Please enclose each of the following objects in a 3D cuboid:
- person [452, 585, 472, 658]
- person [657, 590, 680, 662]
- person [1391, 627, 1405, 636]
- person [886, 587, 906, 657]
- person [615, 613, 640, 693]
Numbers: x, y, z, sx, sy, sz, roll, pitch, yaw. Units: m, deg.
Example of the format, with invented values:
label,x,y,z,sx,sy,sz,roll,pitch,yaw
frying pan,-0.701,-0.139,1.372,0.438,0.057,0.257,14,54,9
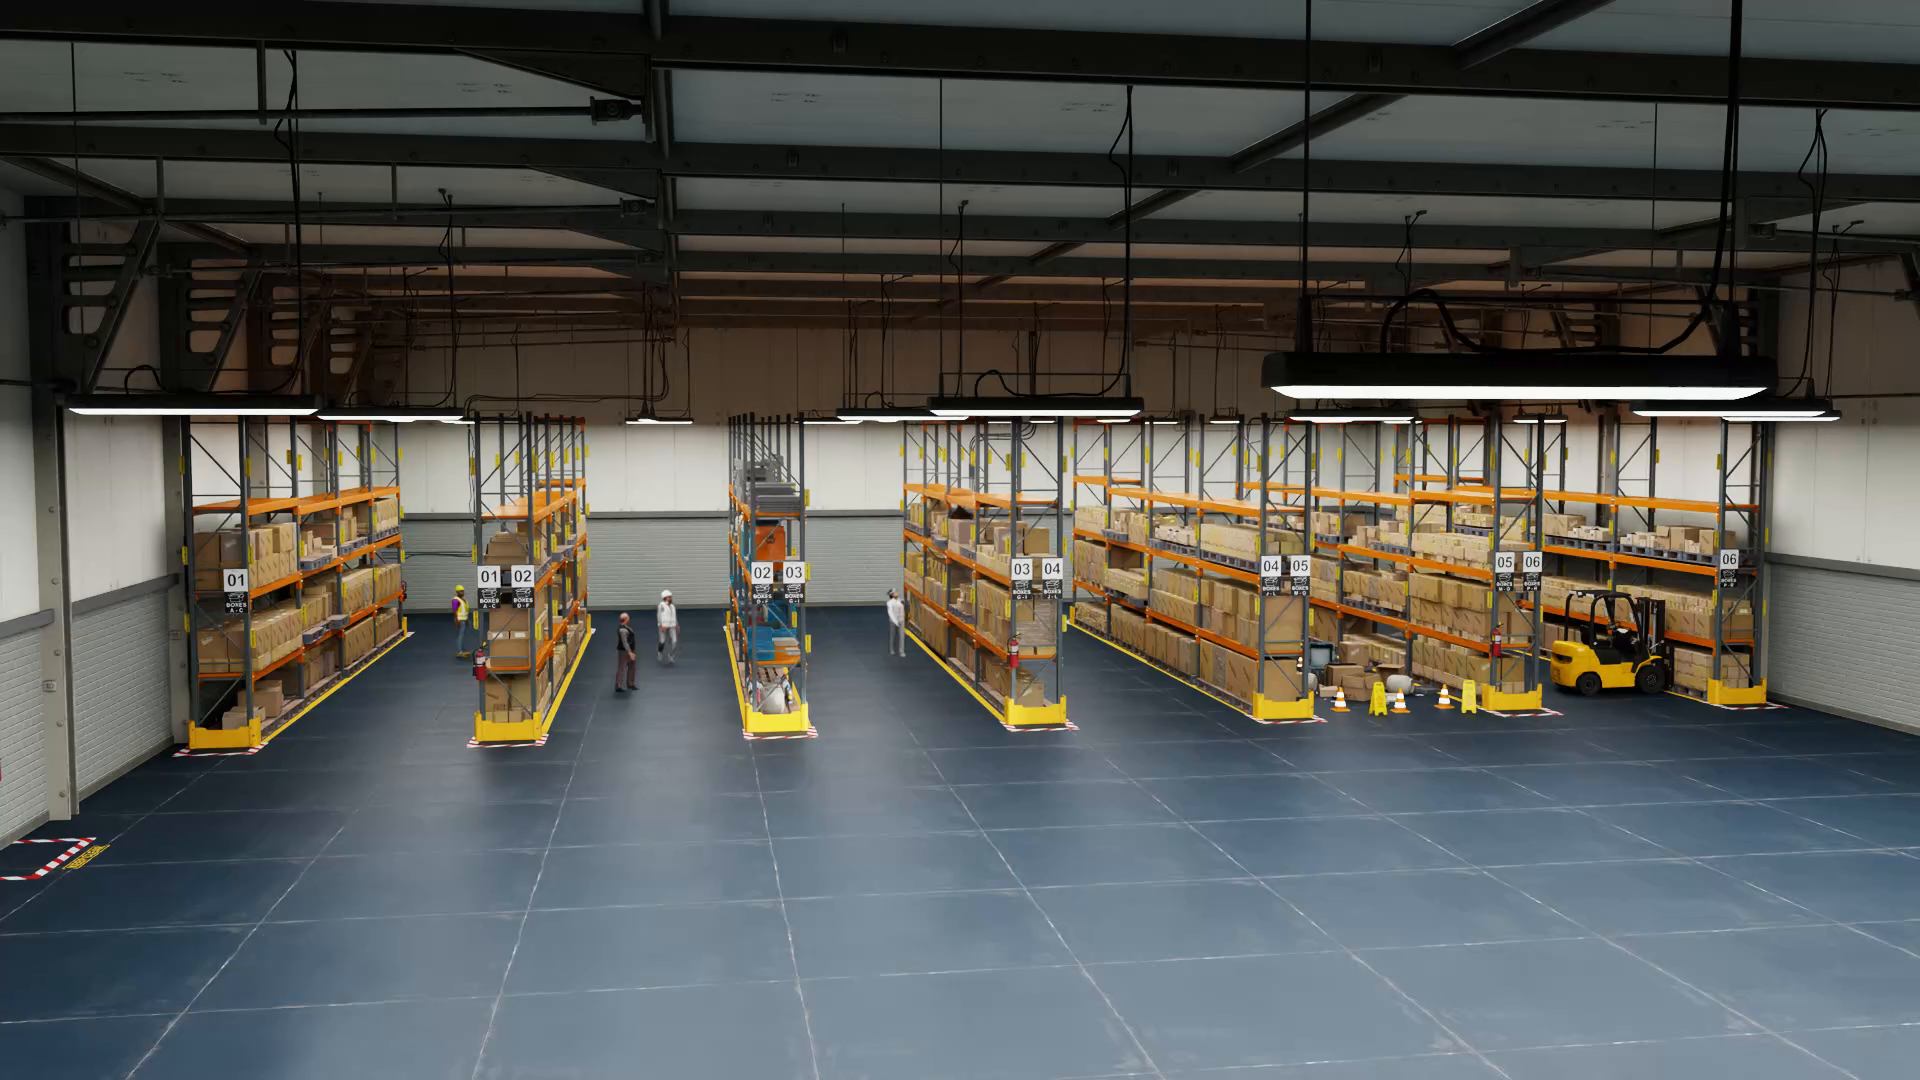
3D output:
label,x,y,z,sx,sy,sz,roll,pitch,yaw
person,-12.449,2.027,41.534,0.438,1.793,0.596,-1,4,-9
person,-7.124,2.105,40.634,0.596,1.743,0.621,-3,5,-34
person,11.990,1.778,45.484,0.435,1.735,0.576,1,4,14
person,-1.488,1.934,39.308,0.457,1.637,0.939,-1,4,-11
person,-7.198,2.447,35.986,0.509,1.757,0.684,0,4,6
